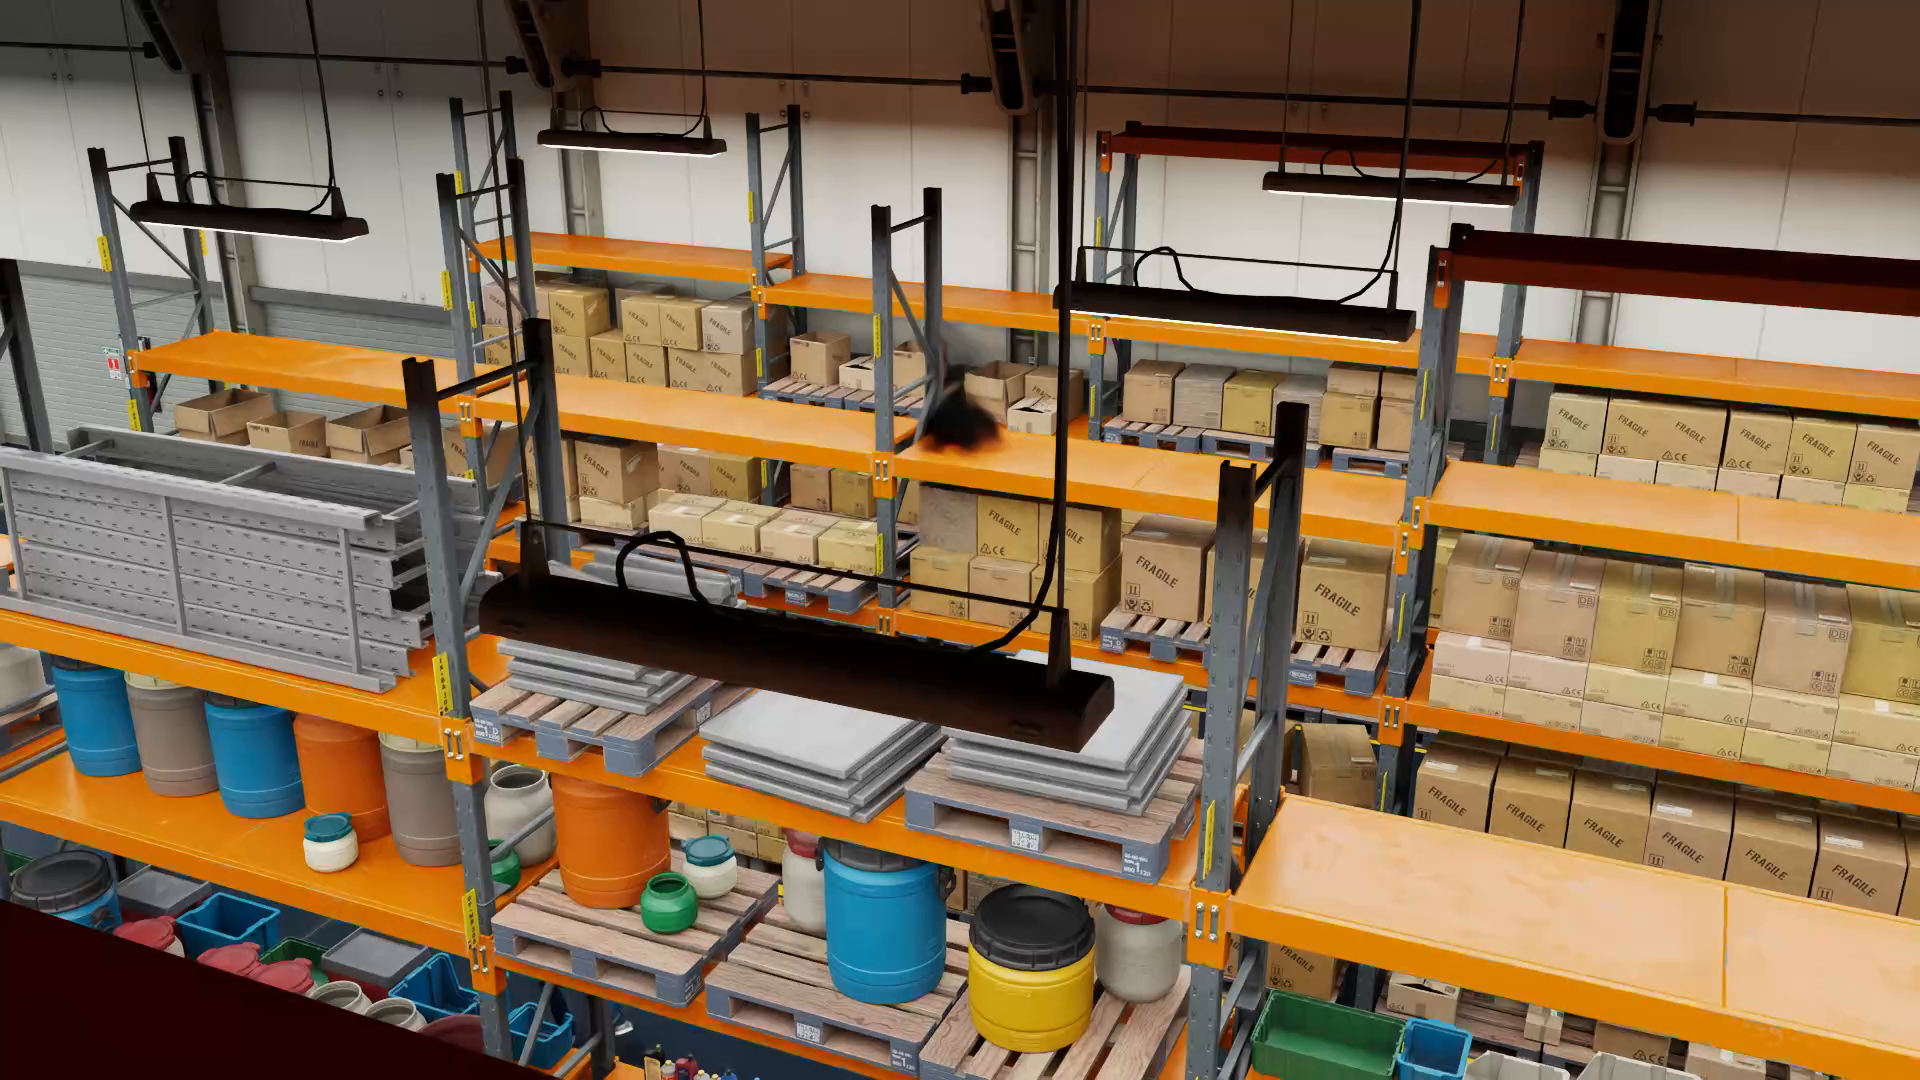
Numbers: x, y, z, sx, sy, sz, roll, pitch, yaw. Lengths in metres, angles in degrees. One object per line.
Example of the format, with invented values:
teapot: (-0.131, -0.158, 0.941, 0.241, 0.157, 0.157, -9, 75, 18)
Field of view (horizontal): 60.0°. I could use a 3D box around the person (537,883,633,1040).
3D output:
person: (-2.812, 3.066, 12.301, 0.615, 1.571, 0.594, -14, 25, -33)
